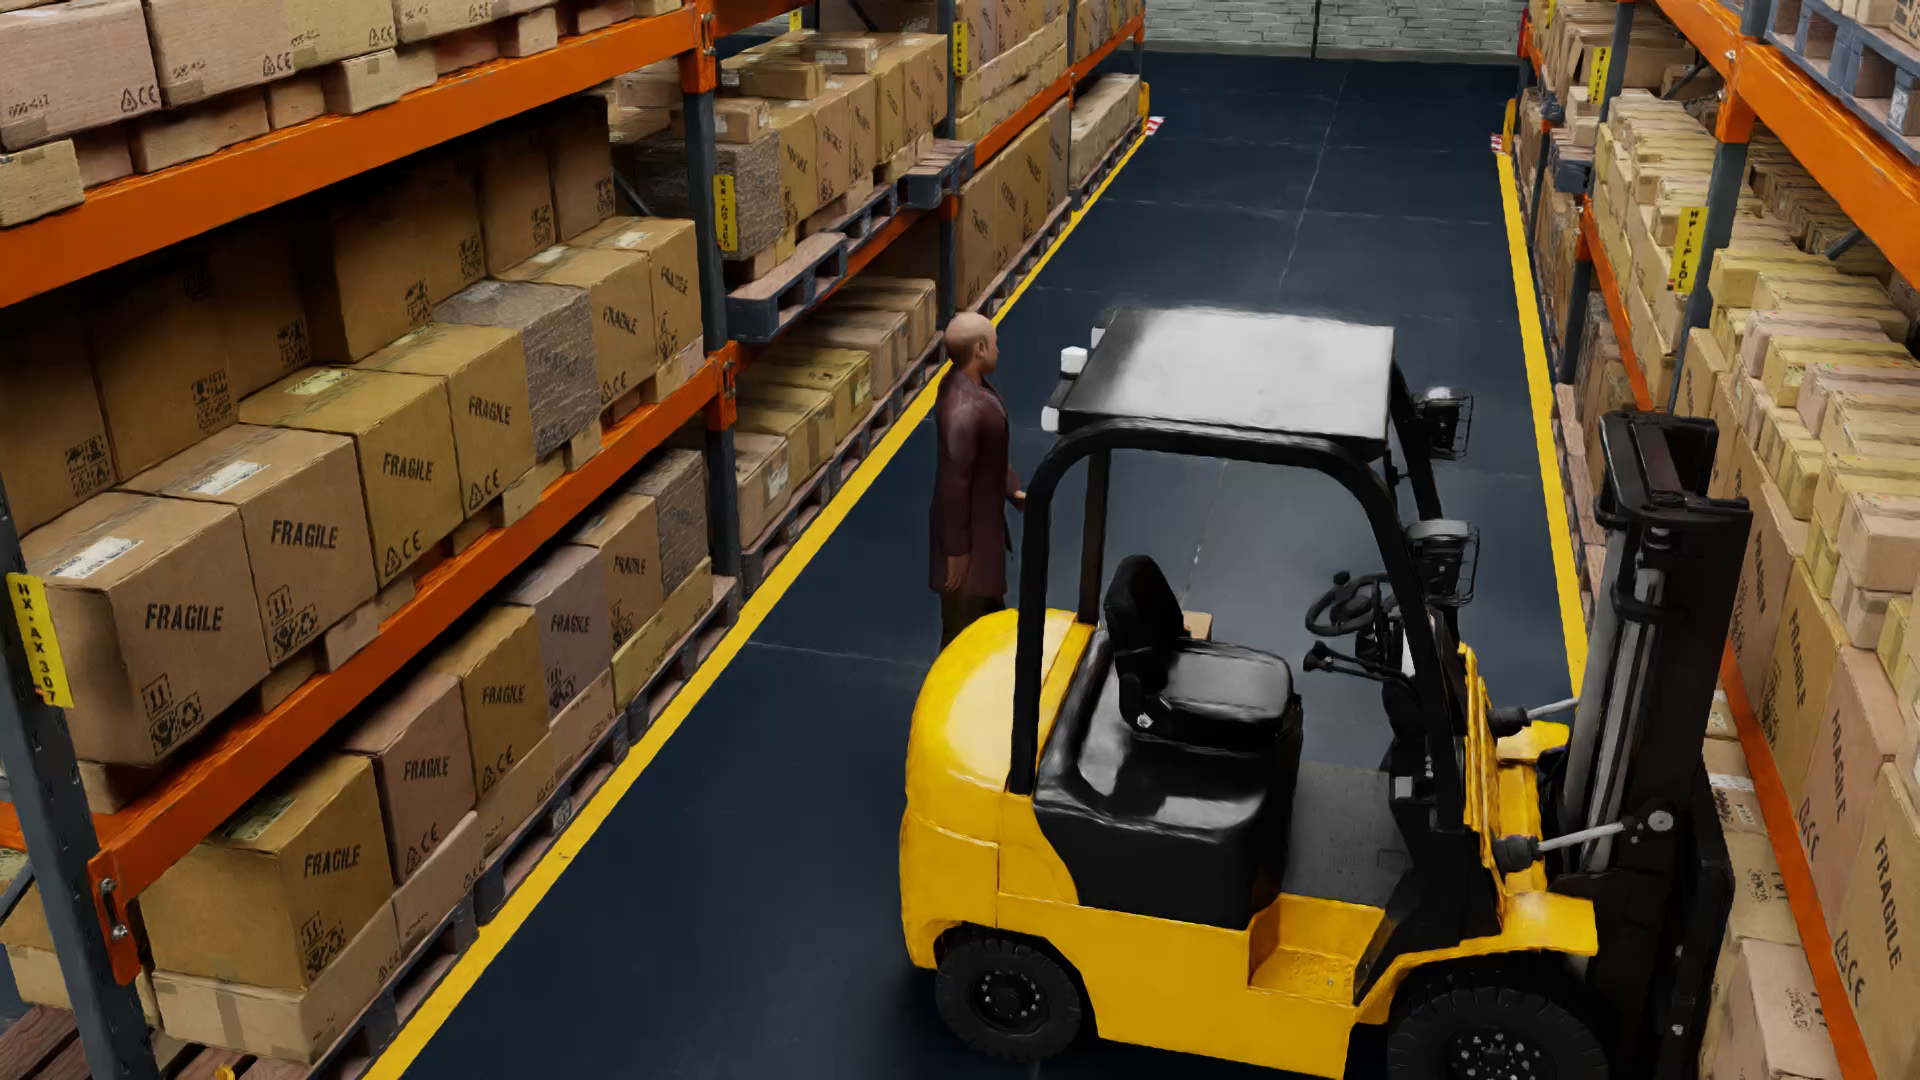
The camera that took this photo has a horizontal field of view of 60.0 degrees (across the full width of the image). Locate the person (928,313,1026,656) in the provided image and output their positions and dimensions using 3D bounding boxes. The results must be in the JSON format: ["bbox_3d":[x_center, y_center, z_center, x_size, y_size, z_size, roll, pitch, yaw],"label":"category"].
[{"bbox_3d":[0.103,-0.041,6.709,0.461,1.778,0.628,1,25,1],"label":"person"}]
